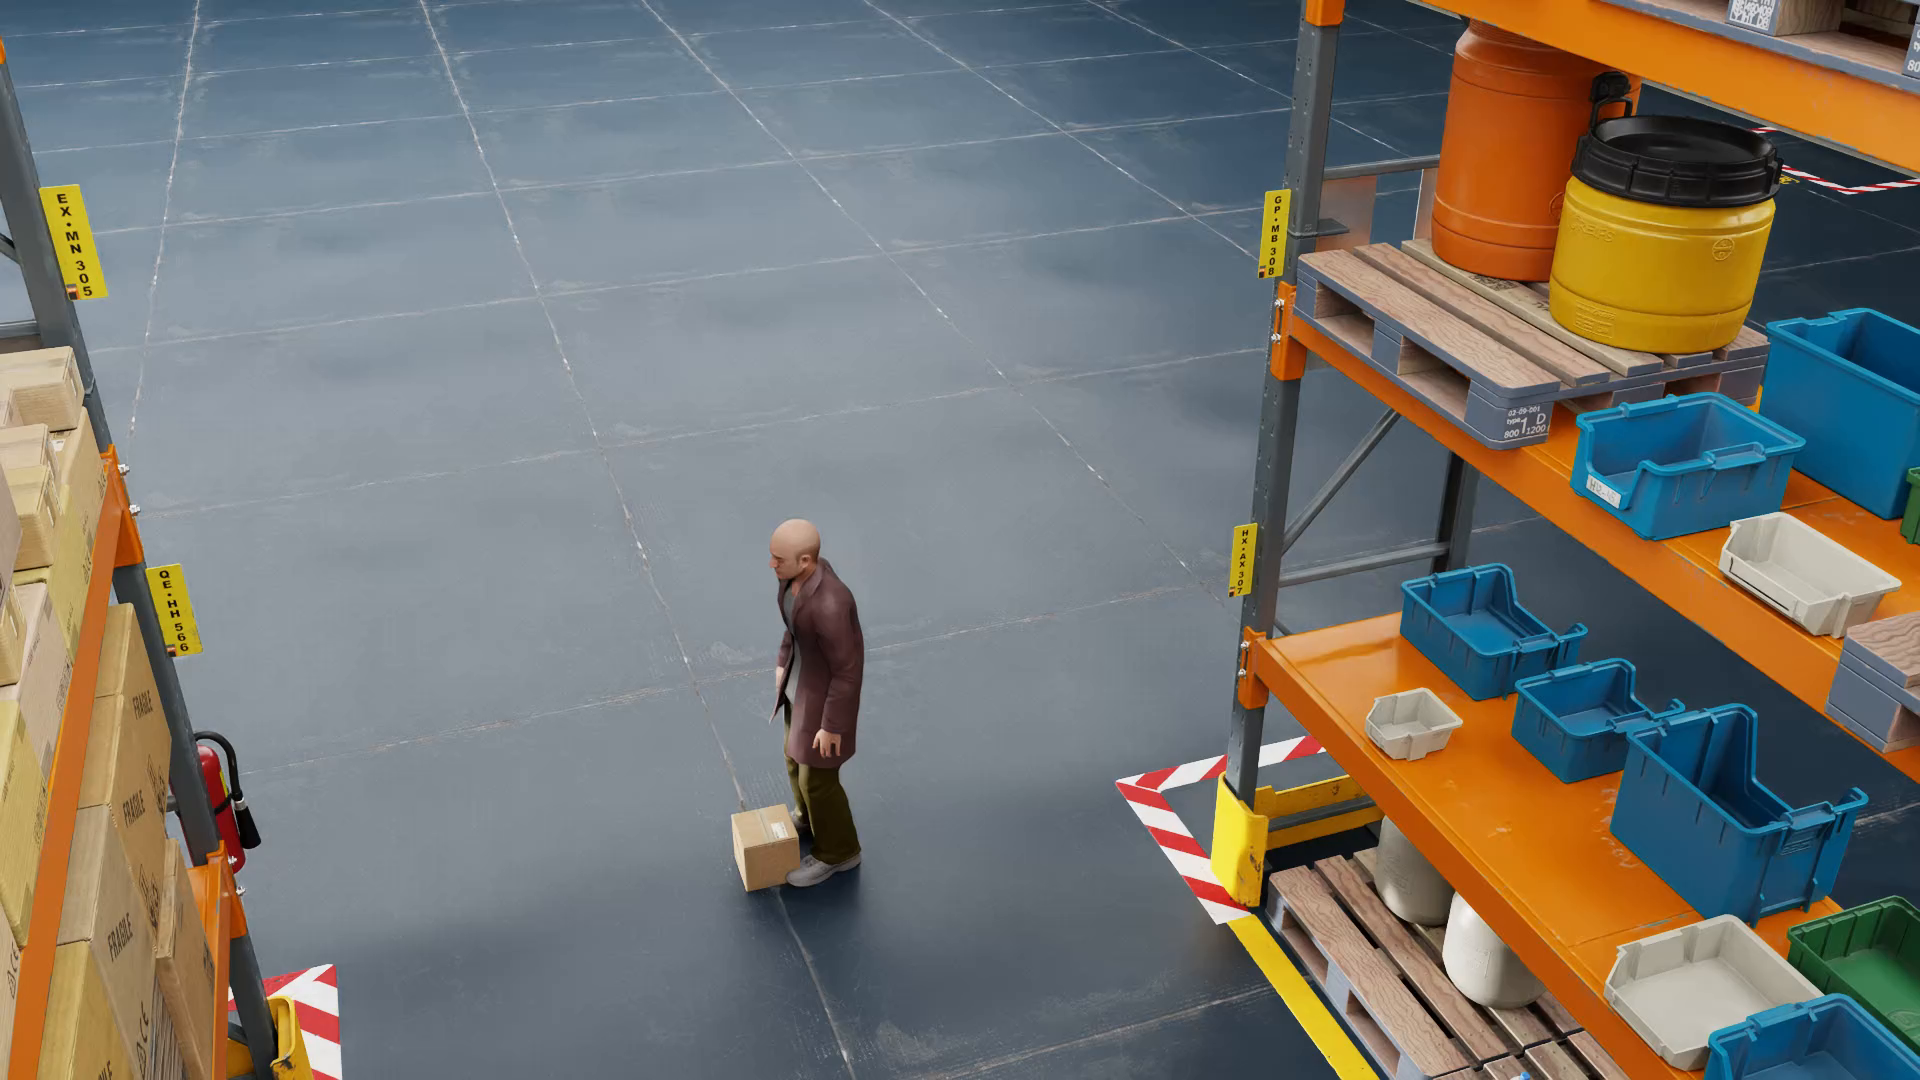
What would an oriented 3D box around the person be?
[{"bbox_3d":[-0.633,0.677,7.167,0.429,1.772,0.649,-12,32,-21],"label":"person"}]
